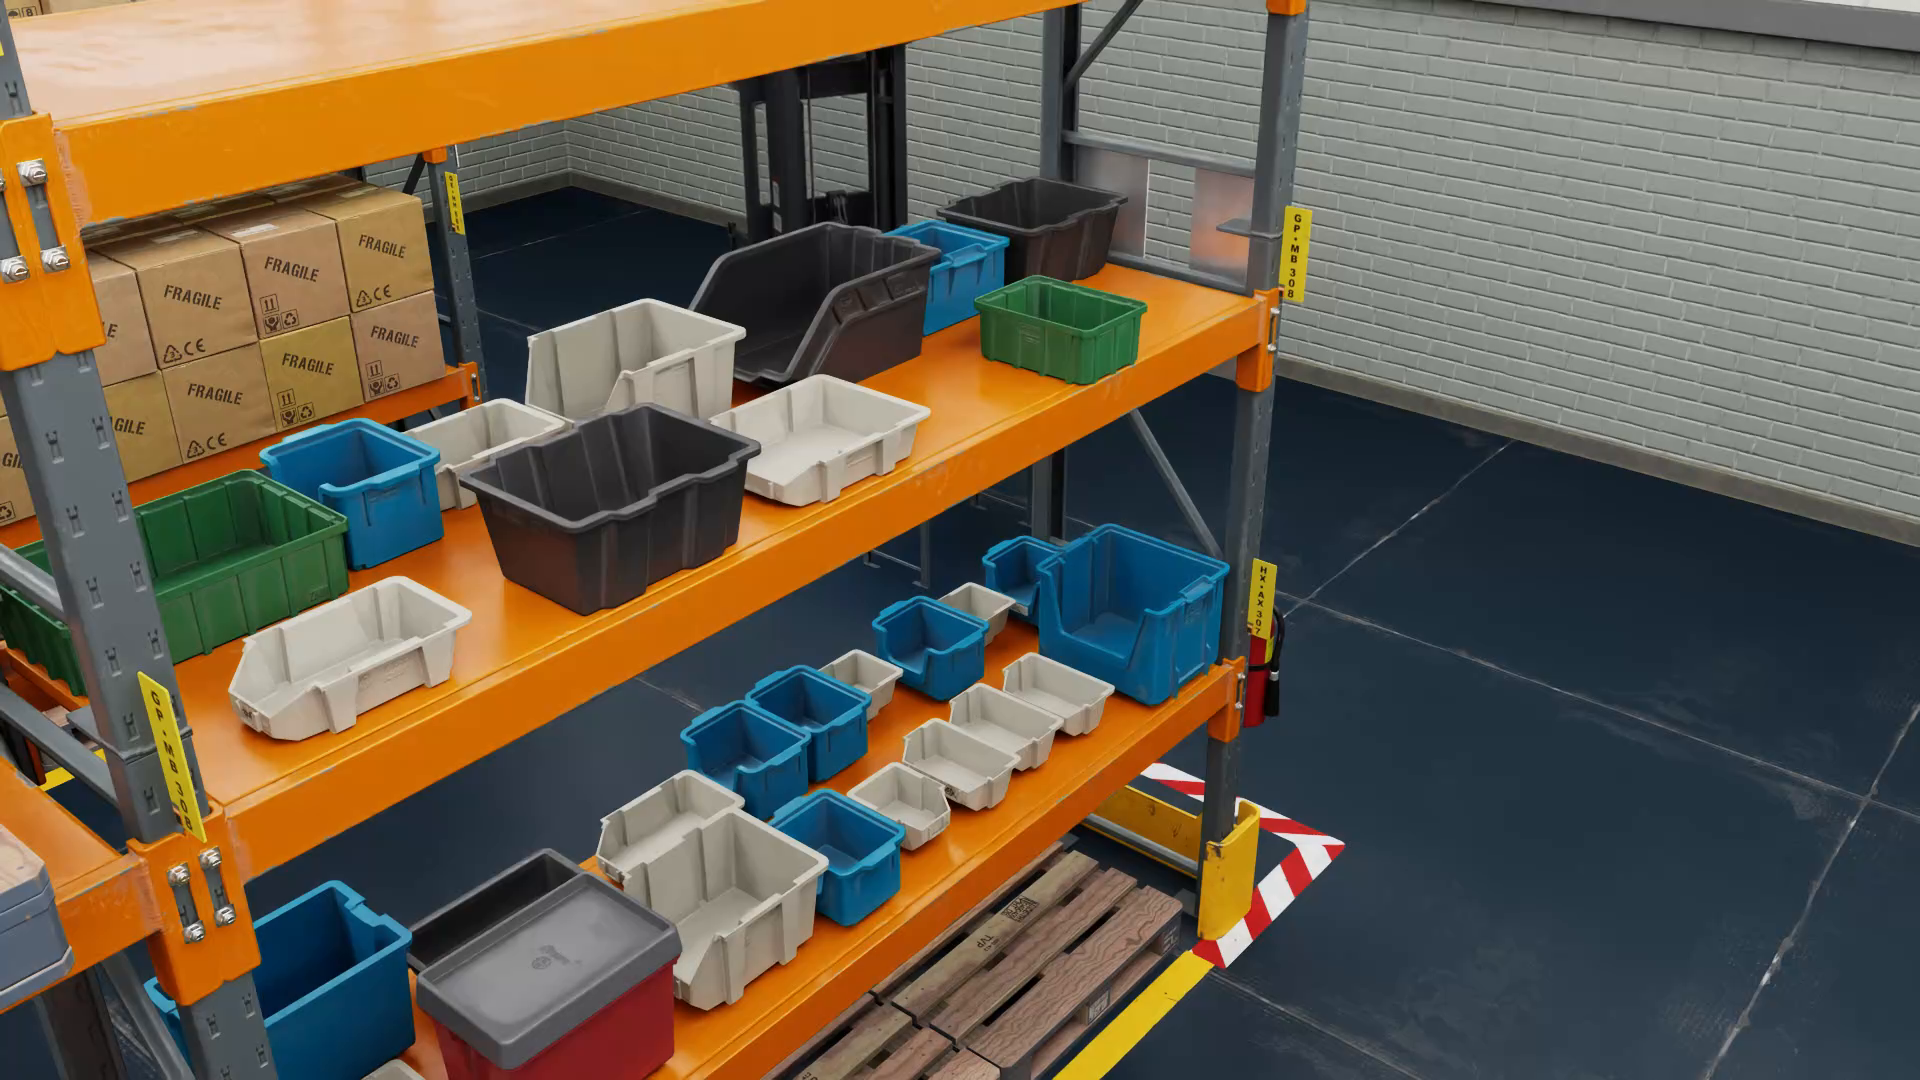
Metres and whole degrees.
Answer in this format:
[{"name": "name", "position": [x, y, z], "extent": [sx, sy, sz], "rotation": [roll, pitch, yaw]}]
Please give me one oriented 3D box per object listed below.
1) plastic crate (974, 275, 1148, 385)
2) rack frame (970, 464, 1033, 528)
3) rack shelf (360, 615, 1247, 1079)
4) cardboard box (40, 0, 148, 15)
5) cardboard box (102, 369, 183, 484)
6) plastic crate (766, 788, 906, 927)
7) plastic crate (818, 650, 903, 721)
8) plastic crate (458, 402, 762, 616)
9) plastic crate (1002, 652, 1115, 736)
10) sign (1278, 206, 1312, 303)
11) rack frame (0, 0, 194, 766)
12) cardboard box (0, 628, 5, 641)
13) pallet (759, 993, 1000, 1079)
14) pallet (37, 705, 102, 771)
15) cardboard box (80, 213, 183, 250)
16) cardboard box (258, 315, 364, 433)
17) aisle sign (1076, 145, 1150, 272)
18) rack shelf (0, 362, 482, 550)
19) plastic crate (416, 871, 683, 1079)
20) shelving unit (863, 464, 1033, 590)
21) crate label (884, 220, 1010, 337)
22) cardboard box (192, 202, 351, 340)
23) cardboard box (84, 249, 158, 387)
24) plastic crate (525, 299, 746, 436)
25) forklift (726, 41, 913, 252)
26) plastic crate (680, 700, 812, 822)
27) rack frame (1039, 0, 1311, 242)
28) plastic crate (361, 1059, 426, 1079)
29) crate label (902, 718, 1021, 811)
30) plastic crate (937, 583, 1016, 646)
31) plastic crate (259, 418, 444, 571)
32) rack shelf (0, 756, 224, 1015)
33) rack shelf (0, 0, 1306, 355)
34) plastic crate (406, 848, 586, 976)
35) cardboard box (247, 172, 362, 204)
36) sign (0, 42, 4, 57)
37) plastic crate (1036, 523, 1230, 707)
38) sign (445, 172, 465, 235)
[{"name": "plastic crate", "position": [0.313, -0.659, 5.226], "extent": [0.450, 0.188, 0.336], "rotation": [21, 34, 34]}, {"name": "rack frame", "position": [0.269, -0.816, 10.195], "extent": [0.500, 1.500, 0.032], "rotation": [21, 34, 34]}, {"name": "rack shelf", "position": [-0.552, 1.174, 5.498], "extent": [1.077, 0.370, 4.000], "rotation": [21, 34, 34]}, {"name": "cardboard box", "position": [-4.033, -2.576, 7.504], "extent": [0.700, 0.500, 0.500], "rotation": [21, 34, 34]}, {"name": "cardboard box", "position": [-4.144, -0.571, 7.979], "extent": [0.500, 0.500, 0.500], "rotation": [20, 34, 34]}, {"name": "plastic crate", "position": [-0.389, 0.996, 5.176], "extent": [0.416, 0.233, 0.300], "rotation": [21, 34, 34]}, {"name": "plastic crate", "position": [-0.391, 0.557, 6.129], "extent": [0.250, 0.136, 0.298], "rotation": [21, 34, 34]}, {"name": "plastic crate", "position": [-0.823, -0.071, 4.000], "extent": [0.497, 0.269, 0.590], "rotation": [21, 34, 34]}, {"name": "plastic crate", "position": [0.341, 0.578, 6.089], "extent": [0.396, 0.136, 0.243], "rotation": [21, 34, 34]}, {"name": "sign", "position": [1.155, -0.985, 5.739], "extent": [0.100, 0.325, 0.005], "rotation": [21, 34, 34]}, {"name": "rack frame", "position": [-1.824, -1.101, 2.584], "extent": [1.000, 3.000, 0.127], "rotation": [21, 34, 34]}, {"name": "cardboard box", "position": [-5.024, 0.563, 8.345], "extent": [0.500, 0.311, 0.500], "rotation": [21, 34, 34]}, {"name": "pallet", "position": [-0.611, 2.096, 5.969], "extent": [1.003, 0.211, 1.213], "rotation": [21, 34, 34]}, {"name": "pallet", "position": [-4.431, 0.676, 8.714], "extent": [1.003, 0.211, 1.213], "rotation": [21, 34, 34]}, {"name": "cardboard box", "position": [-4.234, -1.348, 8.394], "extent": [0.500, 0.500, 0.500], "rotation": [21, 34, 35]}, {"name": "cardboard box", "position": [-3.502, -0.924, 8.664], "extent": [0.500, 0.500, 0.500], "rotation": [21, 34, 35]}, {"name": "aisle sign", "position": [0.536, -1.121, 6.324], "extent": [0.394, 0.787, 0.004], "rotation": [21, 34, 34]}, {"name": "rack shelf", "position": [-4.372, -0.275, 8.299], "extent": [1.077, 0.370, 4.000], "rotation": [21, 34, 34]}, {"name": "plastic crate", "position": [-1.063, 1.266, 4.404], "extent": [0.402, 0.464, 0.583], "rotation": [21, 34, 34]}, {"name": "shelving unit", "position": [-0.054, -0.636, 9.847], "extent": [0.538, 1.500, 1.048], "rotation": [21, 34, 34]}, {"name": "crate label", "position": [-0.116, -0.888, 5.599], "extent": [0.408, 0.251, 0.502], "rotation": [21, 34, 34]}, {"name": "cardboard box", "position": [-3.492, -1.374, 8.445], "extent": [0.500, 0.500, 0.500], "rotation": [22, 34, 36]}, {"name": "cardboard box", "position": [-4.145, -1.007, 7.735], "extent": [0.500, 0.500, 0.500], "rotation": [22, 35, 36]}, {"name": "plastic crate", "position": [-0.928, -0.438, 4.697], "extent": [0.437, 0.282, 0.530], "rotation": [21, 34, 34]}, {"name": "forklift", "position": [-1.029, -2.301, 11.508], "extent": [1.130, 2.935, 3.031], "rotation": [-13, 30, -23]}, {"name": "plastic crate", "position": [-0.720, 0.758, 5.637], "extent": [0.416, 0.233, 0.300], "rotation": [21, 34, 34]}, {"name": "rack frame", "position": [0.720, -2.519, 5.325], "extent": [1.000, 3.000, 0.127], "rotation": [21, 34, 34]}, {"name": "plastic crate", "position": [-1.418, 1.531, 4.247], "extent": [0.396, 0.136, 0.243], "rotation": [21, 34, 34]}, {"name": "crate label", "position": [-0.013, 0.783, 5.694], "extent": [0.396, 0.136, 0.243], "rotation": [21, 34, 34]}, {"name": "plastic crate", "position": [0.041, 0.317, 6.594], "extent": [0.250, 0.136, 0.298], "rotation": [21, 34, 34]}, {"name": "plastic crate", "position": [-1.492, -0.110, 4.116], "extent": [0.416, 0.233, 0.300], "rotation": [21, 34, 34]}, {"name": "rack shelf", "position": [-3.097, 1.260, 2.068], "extent": [1.077, 0.370, 4.000], "rotation": [21, 34, 34]}, {"name": "rack shelf", "position": [-0.552, -1.313, 4.212], "extent": [1.077, 0.370, 4.000], "rotation": [21, 34, 34]}, {"name": "plastic crate", "position": [-1.320, 1.184, 4.931], "extent": [0.437, 0.125, 0.590], "rotation": [21, 34, 34]}, {"name": "cardboard box", "position": [-3.586, -1.712, 9.097], "extent": [0.500, 0.500, 0.500], "rotation": [22, 35, 36]}, {"name": "sign", "position": [-1.401, -0.846, 2.320], "extent": [0.100, 0.325, 0.005], "rotation": [21, 34, 34]}, {"name": "plastic crate", "position": [0.651, 0.277, 6.347], "extent": [0.616, 0.435, 0.499], "rotation": [21, 34, 34]}, {"name": "sign", "position": [-2.685, -1.789, 8.839], "extent": [0.100, 0.325, 0.005], "rotation": [21, 34, 34]}]
